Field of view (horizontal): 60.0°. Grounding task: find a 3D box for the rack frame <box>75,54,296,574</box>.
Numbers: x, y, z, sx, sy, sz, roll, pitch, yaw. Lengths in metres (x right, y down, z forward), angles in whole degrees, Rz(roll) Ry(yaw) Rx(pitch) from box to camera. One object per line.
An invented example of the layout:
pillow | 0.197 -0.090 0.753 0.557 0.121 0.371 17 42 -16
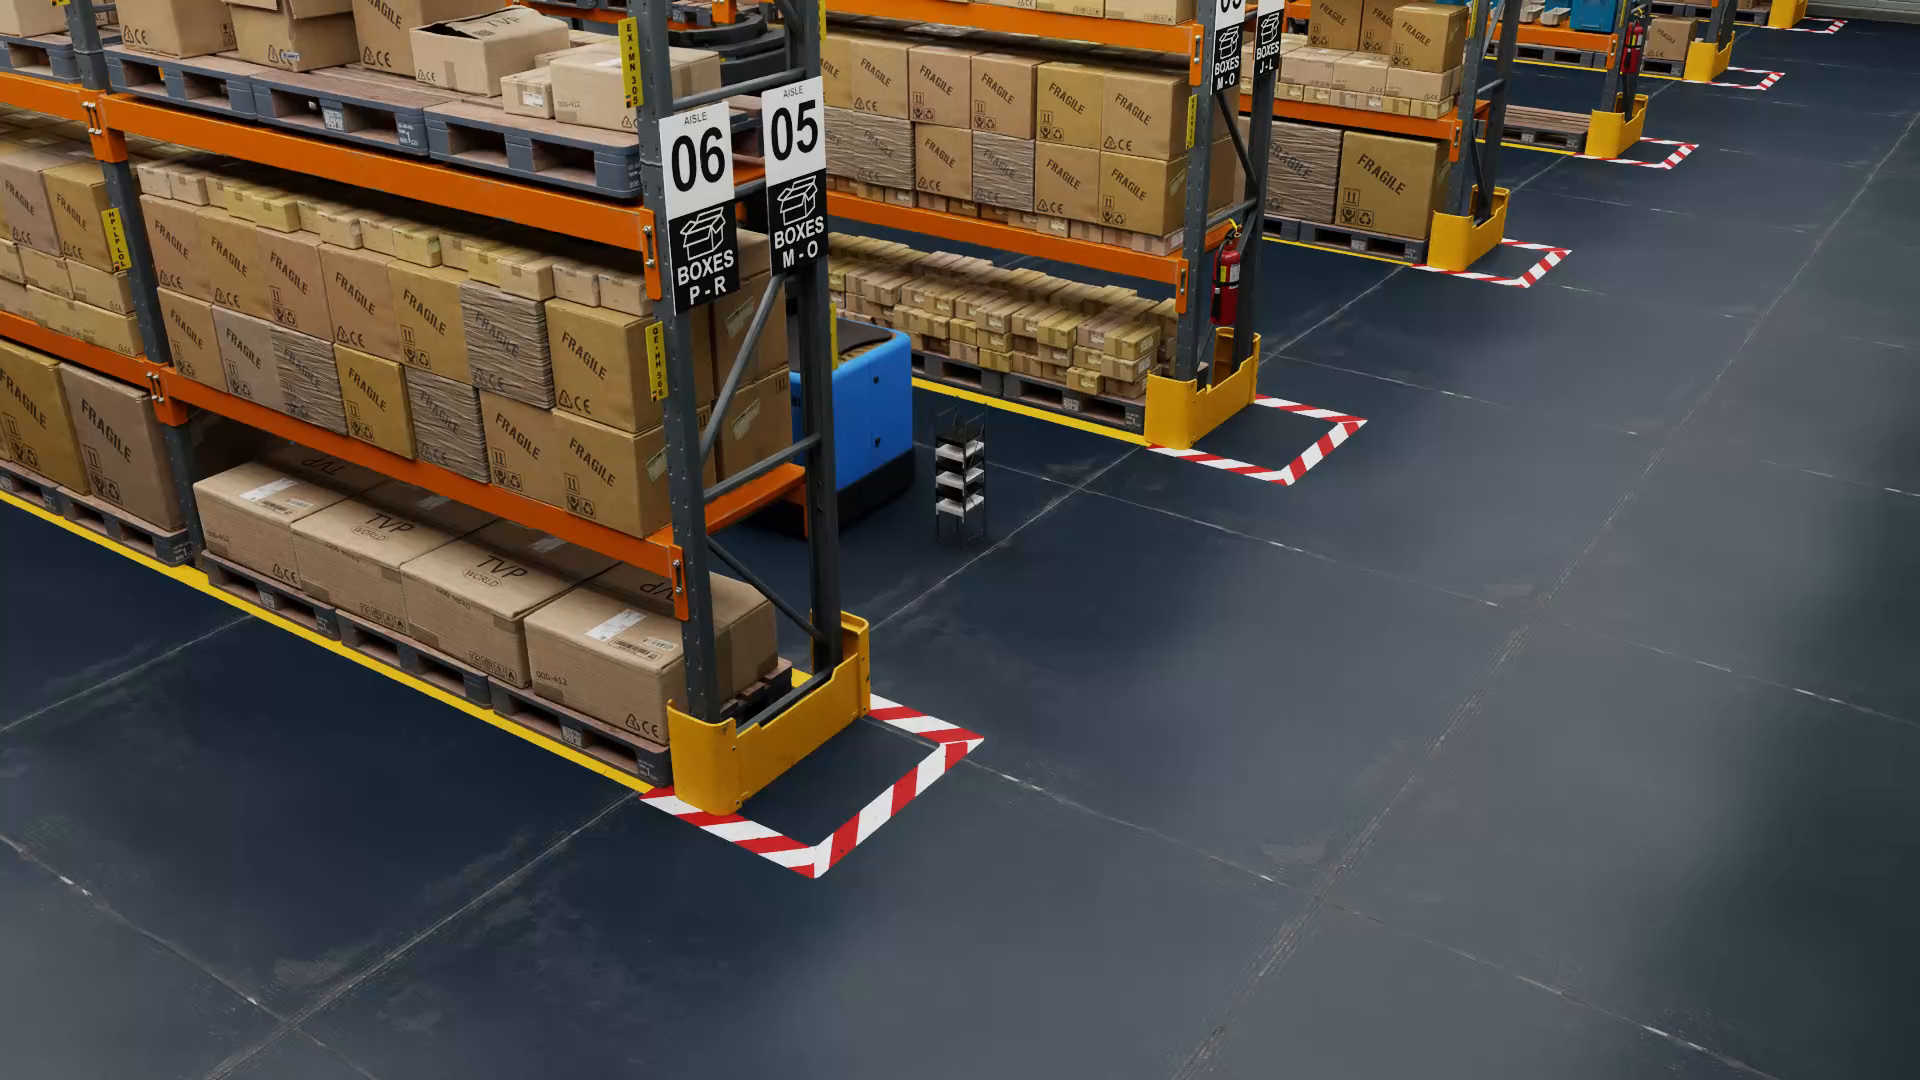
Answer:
rack frame | -4.222 -1.337 9.569 0.127 3.000 1.000 17 32 30

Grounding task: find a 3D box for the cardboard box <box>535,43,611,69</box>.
cardboard box | -1.691 -2.131 7.527 0.250 0.149 0.380 19 32 32

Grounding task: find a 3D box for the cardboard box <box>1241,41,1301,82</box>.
cardboard box | 2.867 -4.499 15.620 0.500 0.250 0.500 17 32 30

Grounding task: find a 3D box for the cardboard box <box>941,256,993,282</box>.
cardboard box | 0.055 -2.093 13.080 0.250 0.149 0.380 16 31 29

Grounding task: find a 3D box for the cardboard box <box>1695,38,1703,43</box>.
cardboard box | 10.147 -6.878 23.117 0.250 0.149 0.380 17 32 30

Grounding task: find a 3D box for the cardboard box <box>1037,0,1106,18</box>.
cardboard box | 0.845 -3.602 10.879 0.500 0.250 0.500 17 32 30

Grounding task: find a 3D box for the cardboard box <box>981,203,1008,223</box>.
cardboard box | 0.354 -2.416 11.967 0.250 0.149 0.380 16 31 28

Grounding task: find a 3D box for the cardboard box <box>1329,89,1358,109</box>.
cardboard box | 3.578 -4.066 15.210 0.250 0.149 0.380 18 32 31

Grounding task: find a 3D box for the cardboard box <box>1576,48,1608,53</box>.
cardboard box | 8.944 -6.990 23.225 0.500 0.250 0.500 17 32 30

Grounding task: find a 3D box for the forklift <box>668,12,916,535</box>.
forklift | -1.801 -1.836 10.627 3.031 2.935 1.130 17 31 29

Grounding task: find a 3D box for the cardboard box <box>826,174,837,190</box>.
cardboard box | -0.950 -2.819 12.758 0.250 0.149 0.380 16 31 28

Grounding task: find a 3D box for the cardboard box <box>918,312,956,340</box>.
cardboard box | -0.109 -1.658 12.553 0.250 0.149 0.380 18 32 31

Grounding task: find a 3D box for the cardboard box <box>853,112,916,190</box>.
cardboard box | -0.430 -2.902 12.206 0.500 0.500 0.500 17 31 29

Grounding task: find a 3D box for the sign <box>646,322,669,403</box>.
sign | -1.243 -0.732 6.843 0.005 0.325 0.100 17 32 30

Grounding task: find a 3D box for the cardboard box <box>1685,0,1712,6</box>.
cardboard box | 12.053 -8.914 26.751 0.500 0.500 0.700 17 32 30

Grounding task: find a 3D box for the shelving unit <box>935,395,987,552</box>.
shelving unit | 0.007 -0.399 10.042 0.210 0.900 0.258 17 32 30

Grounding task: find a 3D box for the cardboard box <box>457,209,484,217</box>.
cardboard box | -2.315 -1.697 8.350 0.250 0.149 0.380 16 31 29

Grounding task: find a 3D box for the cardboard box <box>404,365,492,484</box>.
cardboard box | -2.307 -0.642 8.094 0.500 0.500 0.500 18 32 32

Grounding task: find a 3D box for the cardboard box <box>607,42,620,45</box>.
cardboard box | -2.858 -4.226 14.405 0.250 0.149 0.380 18 32 32

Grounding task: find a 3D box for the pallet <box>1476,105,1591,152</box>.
pallet | 6.832 -4.850 19.547 1.213 0.211 1.003 17 32 30

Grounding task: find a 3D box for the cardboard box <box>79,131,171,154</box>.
cardboard box | -4.857 -2.167 9.989 0.500 0.500 0.500 17 32 30

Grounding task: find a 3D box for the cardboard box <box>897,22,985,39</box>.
cardboard box | -0.119 -3.549 12.375 0.500 0.500 0.500 18 32 32

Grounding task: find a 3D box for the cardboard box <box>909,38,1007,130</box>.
cardboard box | -0.013 -3.228 11.745 0.500 0.500 0.500 16 31 29

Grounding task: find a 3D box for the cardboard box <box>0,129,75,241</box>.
cardboard box | -5.570 -2.115 9.886 0.500 0.500 0.500 18 32 32

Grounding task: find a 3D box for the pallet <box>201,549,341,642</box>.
pallet | -3.639 0.131 9.760 1.213 0.211 1.003 17 32 30

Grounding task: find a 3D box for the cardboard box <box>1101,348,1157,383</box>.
cardboard box | 1.198 -1.264 11.779 0.250 0.149 0.380 16 31 29

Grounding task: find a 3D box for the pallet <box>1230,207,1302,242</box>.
pallet | 2.981 -3.261 16.425 1.213 0.211 1.003 17 32 30

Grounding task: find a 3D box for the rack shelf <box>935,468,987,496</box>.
rack shelf | 0.007 -0.369 10.057 0.200 0.077 0.258 17 32 30

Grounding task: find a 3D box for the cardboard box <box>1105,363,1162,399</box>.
cardboard box | 1.243 -1.160 11.902 0.250 0.149 0.380 18 32 31

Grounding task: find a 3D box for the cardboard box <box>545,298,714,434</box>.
cardboard box | -1.457 -0.834 7.370 0.500 0.500 0.500 18 32 32

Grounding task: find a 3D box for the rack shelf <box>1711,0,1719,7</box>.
rack shelf | 8.649 -7.910 23.279 4.000 0.370 1.077 17 32 30

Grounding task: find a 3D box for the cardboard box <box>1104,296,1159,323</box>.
cardboard box | 1.260 -1.655 12.219 0.250 0.149 0.380 18 32 31

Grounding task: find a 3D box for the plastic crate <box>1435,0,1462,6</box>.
plastic crate | 5.652 -6.250 19.342 0.300 0.233 0.416 17 32 30

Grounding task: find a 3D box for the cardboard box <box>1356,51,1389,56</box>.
cardboard box | 4.011 -4.435 15.495 0.500 0.250 0.500 17 31 30

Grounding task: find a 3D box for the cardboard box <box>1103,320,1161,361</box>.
cardboard box | 1.215 -1.409 11.736 0.250 0.149 0.380 18 32 31

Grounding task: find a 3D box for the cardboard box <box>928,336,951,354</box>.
cardboard box | -0.032 -1.559 12.687 0.250 0.149 0.380 18 32 32

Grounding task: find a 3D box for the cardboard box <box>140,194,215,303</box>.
cardboard box | -3.967 -1.614 8.901 0.500 0.500 0.500 18 32 31

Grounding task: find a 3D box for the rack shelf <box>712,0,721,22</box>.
rack shelf | -3.151 -4.743 13.748 4.000 0.370 1.077 17 32 30

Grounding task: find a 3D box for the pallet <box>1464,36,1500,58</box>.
pallet | 7.566 -7.325 24.410 1.213 0.211 1.003 17 32 30

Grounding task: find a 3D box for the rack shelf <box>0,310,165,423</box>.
rack shelf | -5.871 -1.529 10.741 4.000 0.370 1.077 17 32 30

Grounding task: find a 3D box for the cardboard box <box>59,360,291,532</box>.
cardboard box | -4.778 -0.706 10.210 0.875 0.875 0.875 18 32 32

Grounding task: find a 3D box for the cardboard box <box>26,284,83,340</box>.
cardboard box | -5.154 -1.422 9.902 0.500 0.250 0.500 17 31 30

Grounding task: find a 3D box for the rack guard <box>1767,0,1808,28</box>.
rack guard | 13.119 -8.450 26.302 0.348 0.500 1.175 17 32 30

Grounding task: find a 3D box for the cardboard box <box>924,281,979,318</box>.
cardboard box | -0.062 -1.818 12.540 0.250 0.149 0.380 17 32 31

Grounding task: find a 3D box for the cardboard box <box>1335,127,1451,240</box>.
cardboard box | 4.113 -3.389 15.482 0.875 0.875 0.875 17 32 30

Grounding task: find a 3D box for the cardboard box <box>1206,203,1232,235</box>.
cardboard box | 1.713 -2.280 11.699 0.250 0.149 0.380 17 32 30

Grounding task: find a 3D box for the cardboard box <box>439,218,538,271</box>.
cardboard box | -2.177 -1.371 7.708 0.250 0.149 0.380 17 32 30

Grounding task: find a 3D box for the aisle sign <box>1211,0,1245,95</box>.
aisle sign | 1.685 -3.214 10.391 0.004 0.787 0.394 17 32 30

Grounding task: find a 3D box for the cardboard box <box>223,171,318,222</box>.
cardboard box | -3.484 -1.741 8.437 0.250 0.149 0.380 17 32 30

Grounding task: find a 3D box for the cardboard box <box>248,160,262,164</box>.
cardboard box | -3.632 -2.047 9.038 0.250 0.149 0.380 18 32 32

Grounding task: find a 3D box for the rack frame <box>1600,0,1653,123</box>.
rack frame | 7.490 -5.866 18.469 0.127 3.000 1.000 17 32 30

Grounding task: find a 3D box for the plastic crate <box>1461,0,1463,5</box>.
plastic crate | 5.799 -6.468 19.876 0.466 0.136 0.293 17 32 30
